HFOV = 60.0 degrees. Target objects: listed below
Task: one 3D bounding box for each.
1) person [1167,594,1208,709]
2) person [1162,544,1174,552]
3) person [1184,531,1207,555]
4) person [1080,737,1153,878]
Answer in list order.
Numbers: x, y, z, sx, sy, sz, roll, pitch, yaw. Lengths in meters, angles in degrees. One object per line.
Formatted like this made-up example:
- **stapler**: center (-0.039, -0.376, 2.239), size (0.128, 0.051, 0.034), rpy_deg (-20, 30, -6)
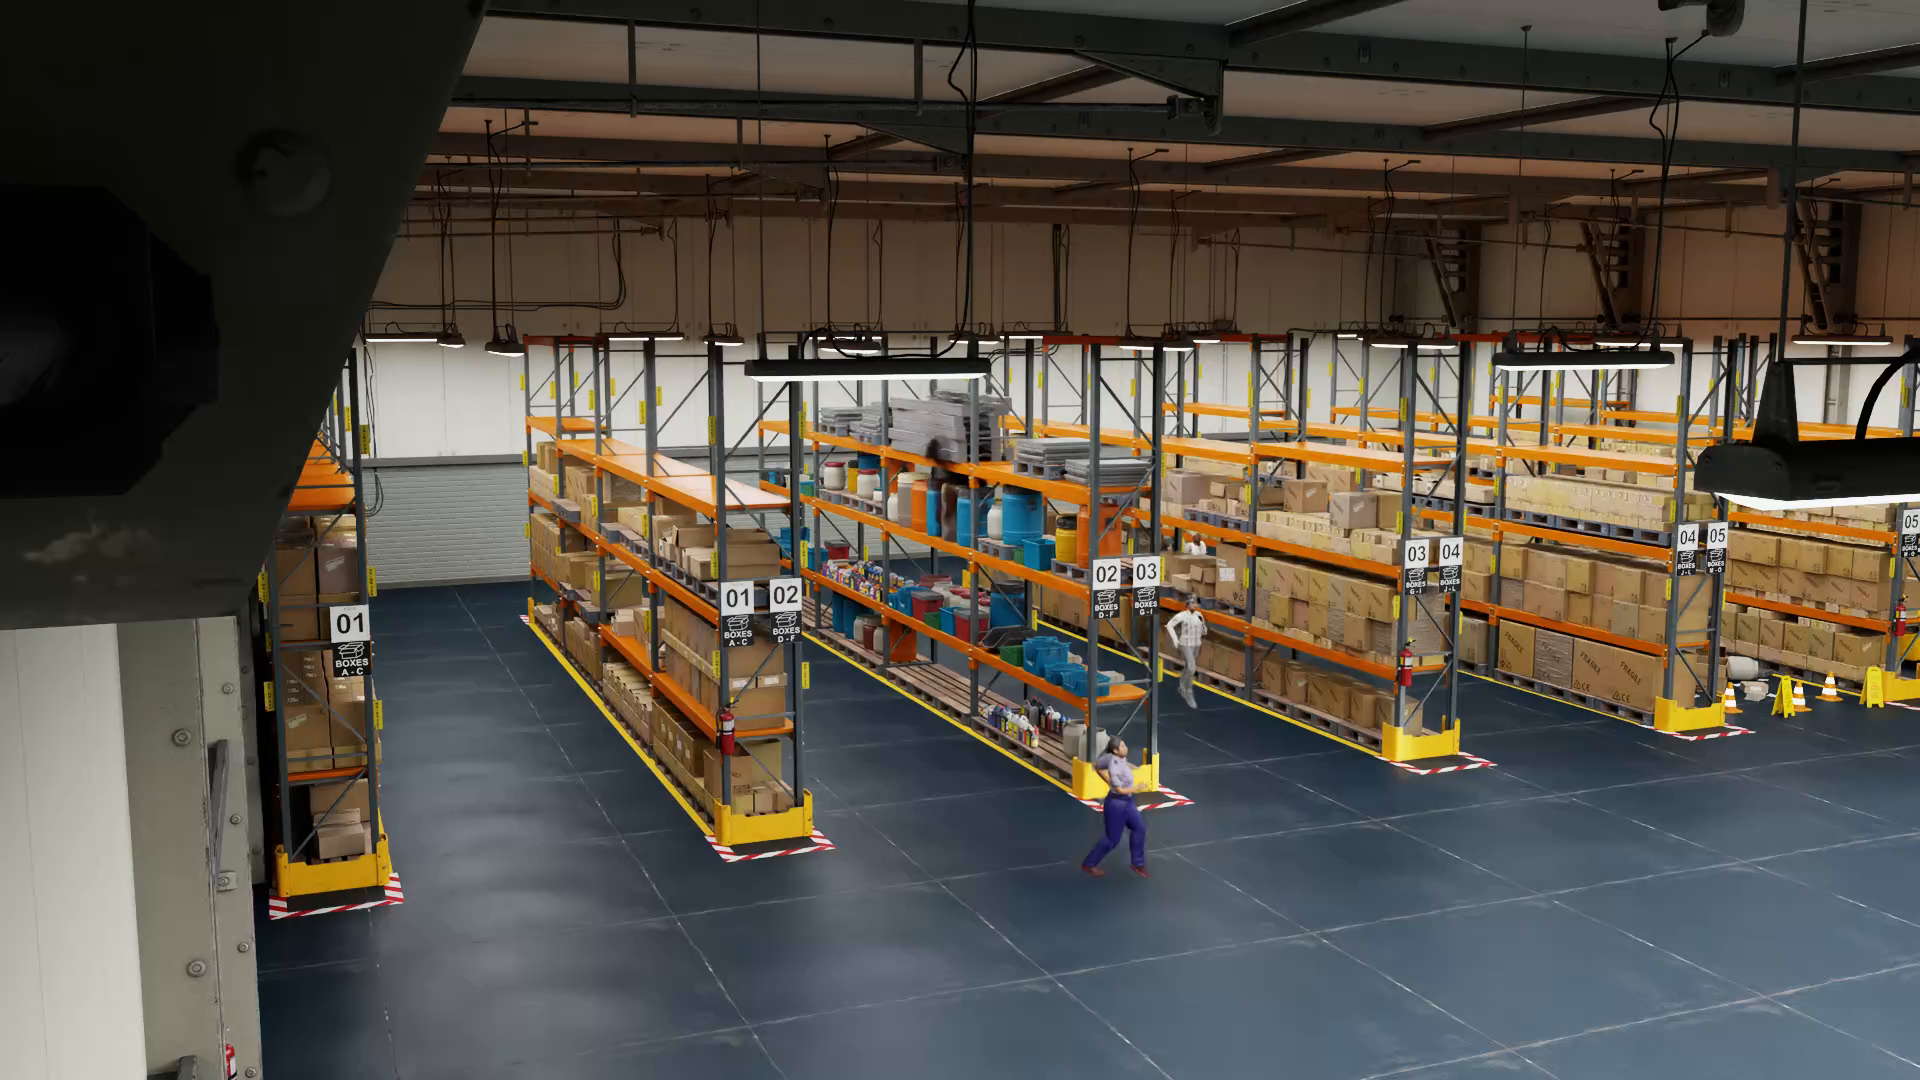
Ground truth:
- **person**: center (3.645, 1.739, 26.238), size (0.576, 1.799, 0.692), rpy_deg (-5, 9, -35)
- **person**: center (4.319, 0.881, 34.878), size (0.608, 1.658, 0.697), rpy_deg (-5, 9, -34)
- **person**: center (5.127, 0.649, 36.085), size (0.682, 1.768, 0.940), rpy_deg (-3, 8, -24)
- **person**: center (1.785, 3.051, 18.835), size (0.816, 1.673, 0.607), rpy_deg (1, 8, 7)
